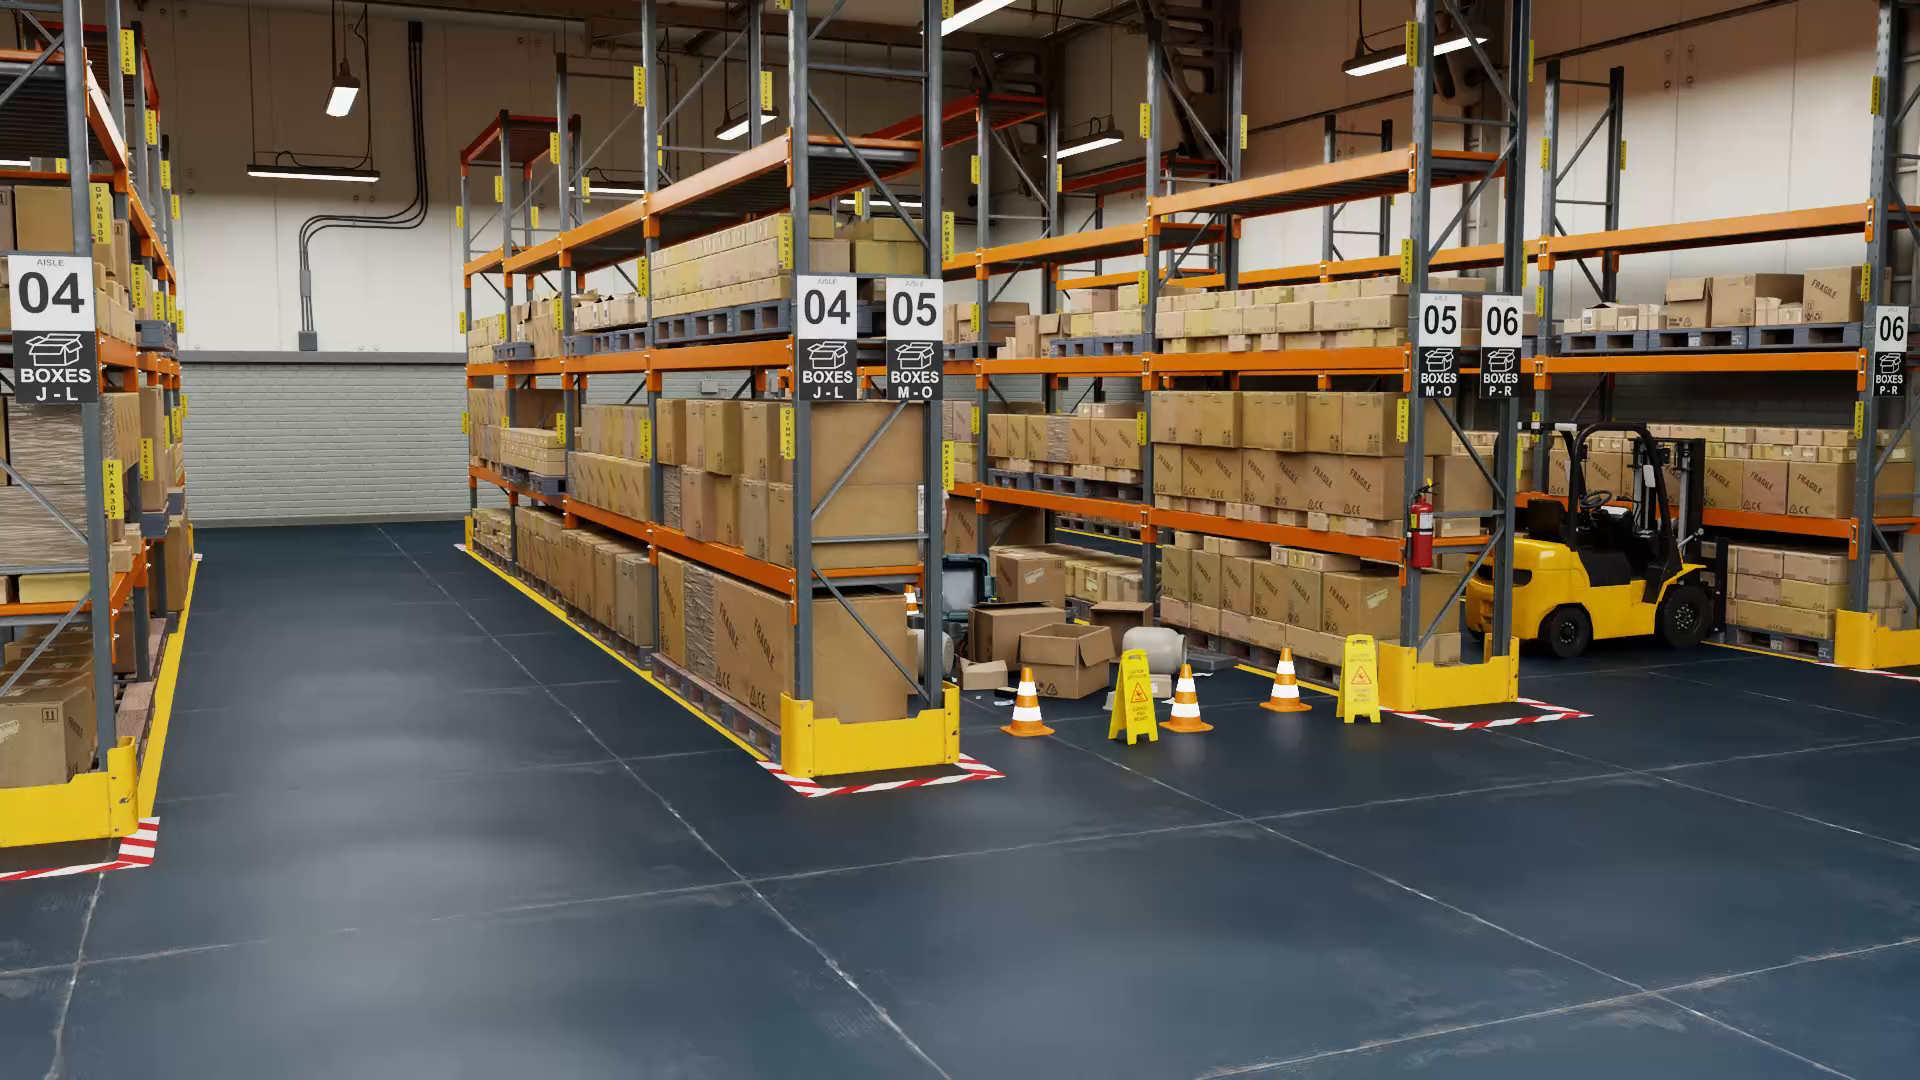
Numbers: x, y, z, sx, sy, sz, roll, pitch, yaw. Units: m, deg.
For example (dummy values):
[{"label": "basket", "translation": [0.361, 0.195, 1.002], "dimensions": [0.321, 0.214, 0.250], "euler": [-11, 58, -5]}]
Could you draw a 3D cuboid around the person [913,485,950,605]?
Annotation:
[{"label": "person", "translation": [-0.387, -0.136, 19.016], "dimensions": [0.599, 1.748, 0.431], "euler": [-3, 6, -26]}]
